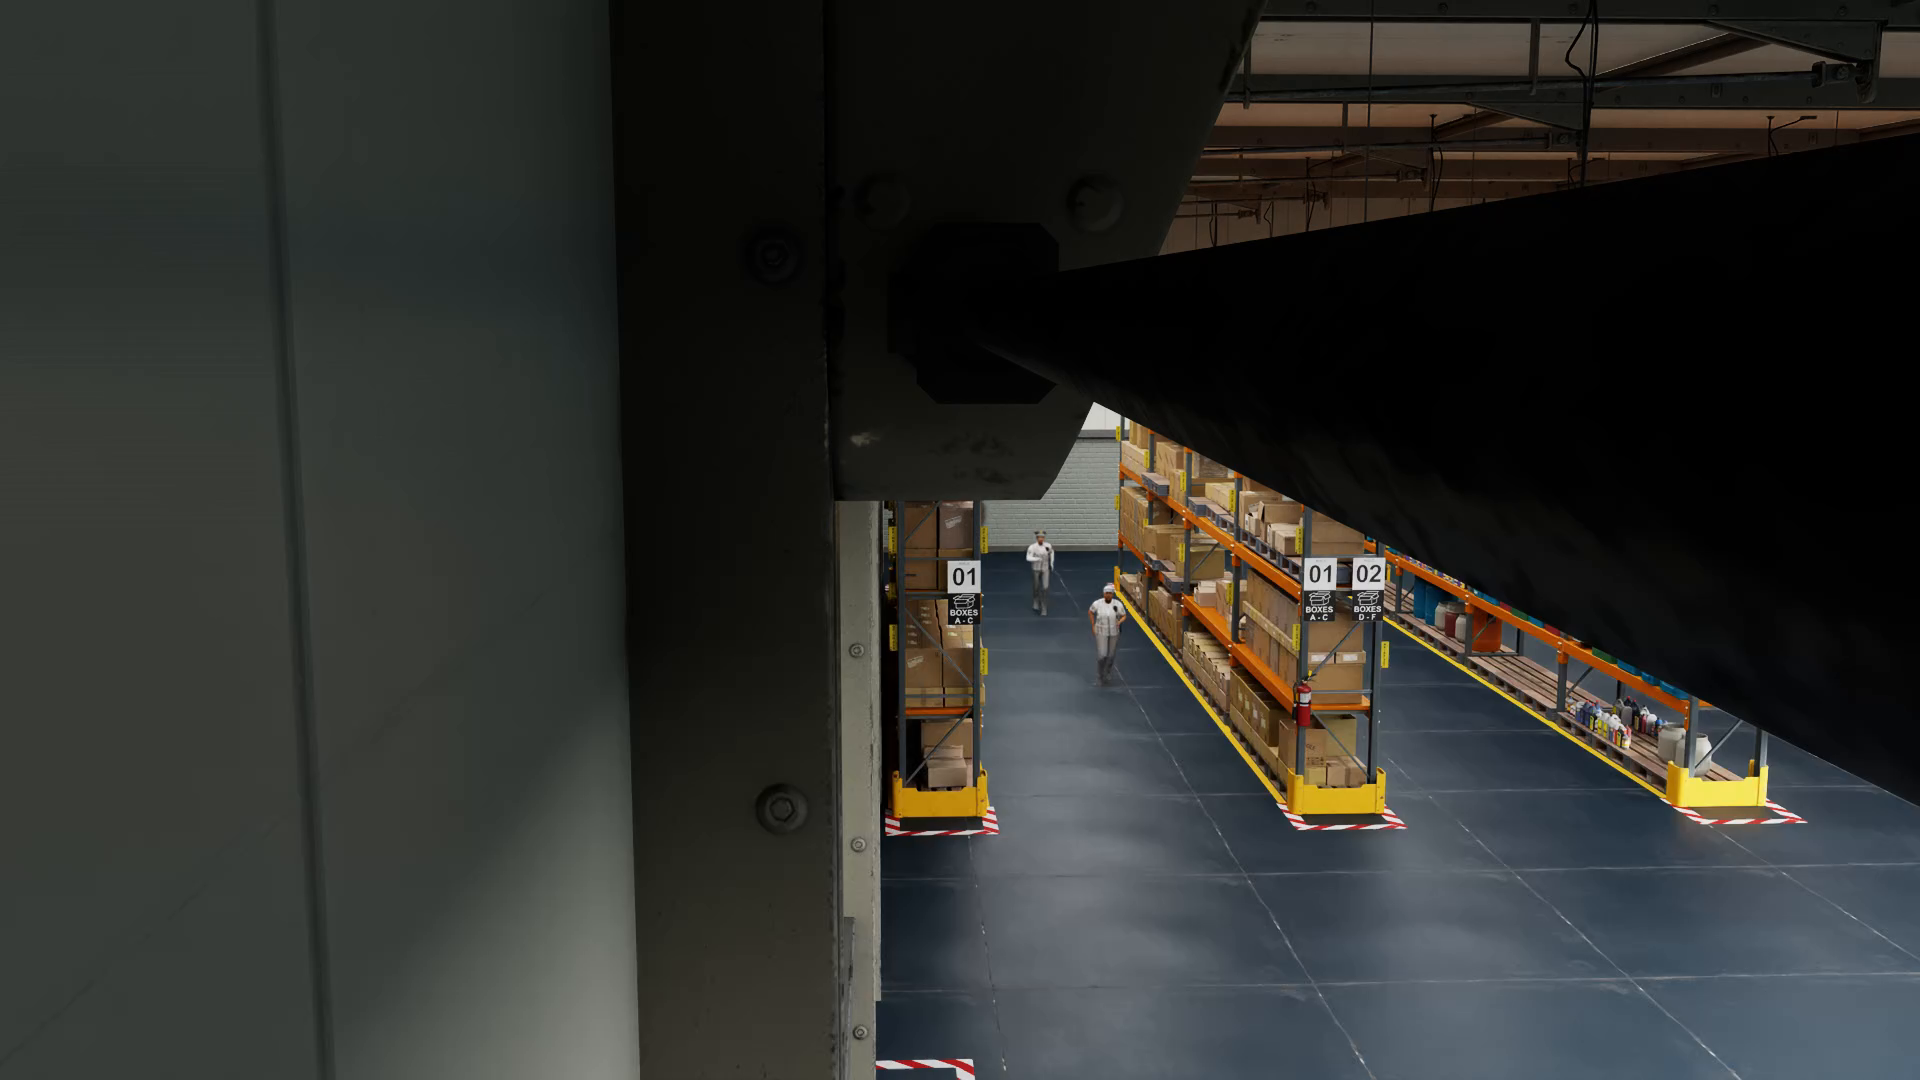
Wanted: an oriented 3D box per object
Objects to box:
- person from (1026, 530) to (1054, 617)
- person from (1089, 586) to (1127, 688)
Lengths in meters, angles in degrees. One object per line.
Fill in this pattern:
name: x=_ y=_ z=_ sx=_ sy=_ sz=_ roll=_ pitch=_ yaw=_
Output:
person: x=1.624 y=0.644 z=33.696 sx=0.580 sy=1.740 sz=0.845 roll=0 pitch=8 yaw=-3
person: x=2.449 y=1.585 z=27.427 sx=0.595 sy=1.702 sz=0.710 roll=-1 pitch=8 yaw=-6
